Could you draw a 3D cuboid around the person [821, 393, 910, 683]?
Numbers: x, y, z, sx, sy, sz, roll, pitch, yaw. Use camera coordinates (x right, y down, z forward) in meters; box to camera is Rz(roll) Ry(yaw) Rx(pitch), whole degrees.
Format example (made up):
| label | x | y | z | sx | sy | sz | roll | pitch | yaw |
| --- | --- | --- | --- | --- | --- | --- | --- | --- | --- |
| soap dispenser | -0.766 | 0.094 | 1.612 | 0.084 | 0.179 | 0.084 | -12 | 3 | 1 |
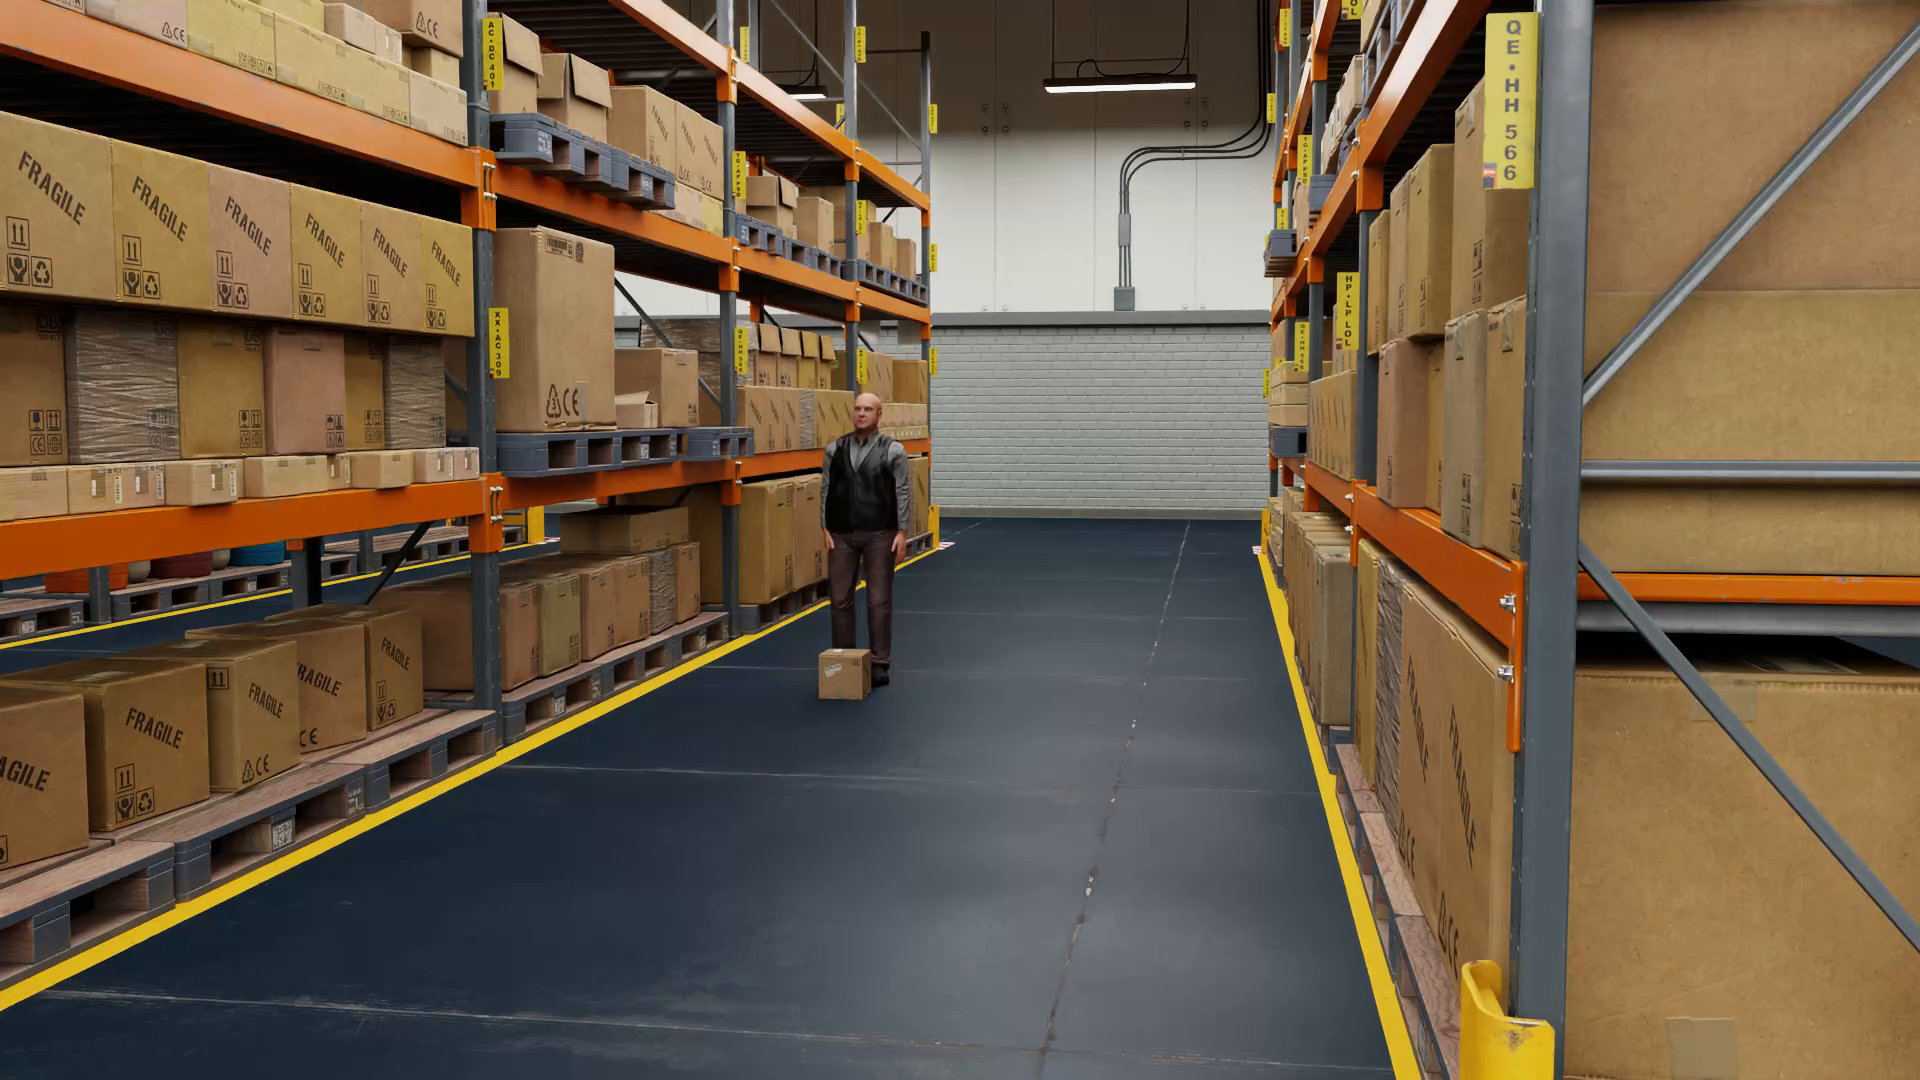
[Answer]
| label | x | y | z | sx | sy | sz | roll | pitch | yaw |
| --- | --- | --- | --- | --- | --- | --- | --- | --- | --- |
| person | -0.571 | 0.001 | 9.892 | 0.541 | 1.745 | 0.362 | 1 | 4 | 9 |
